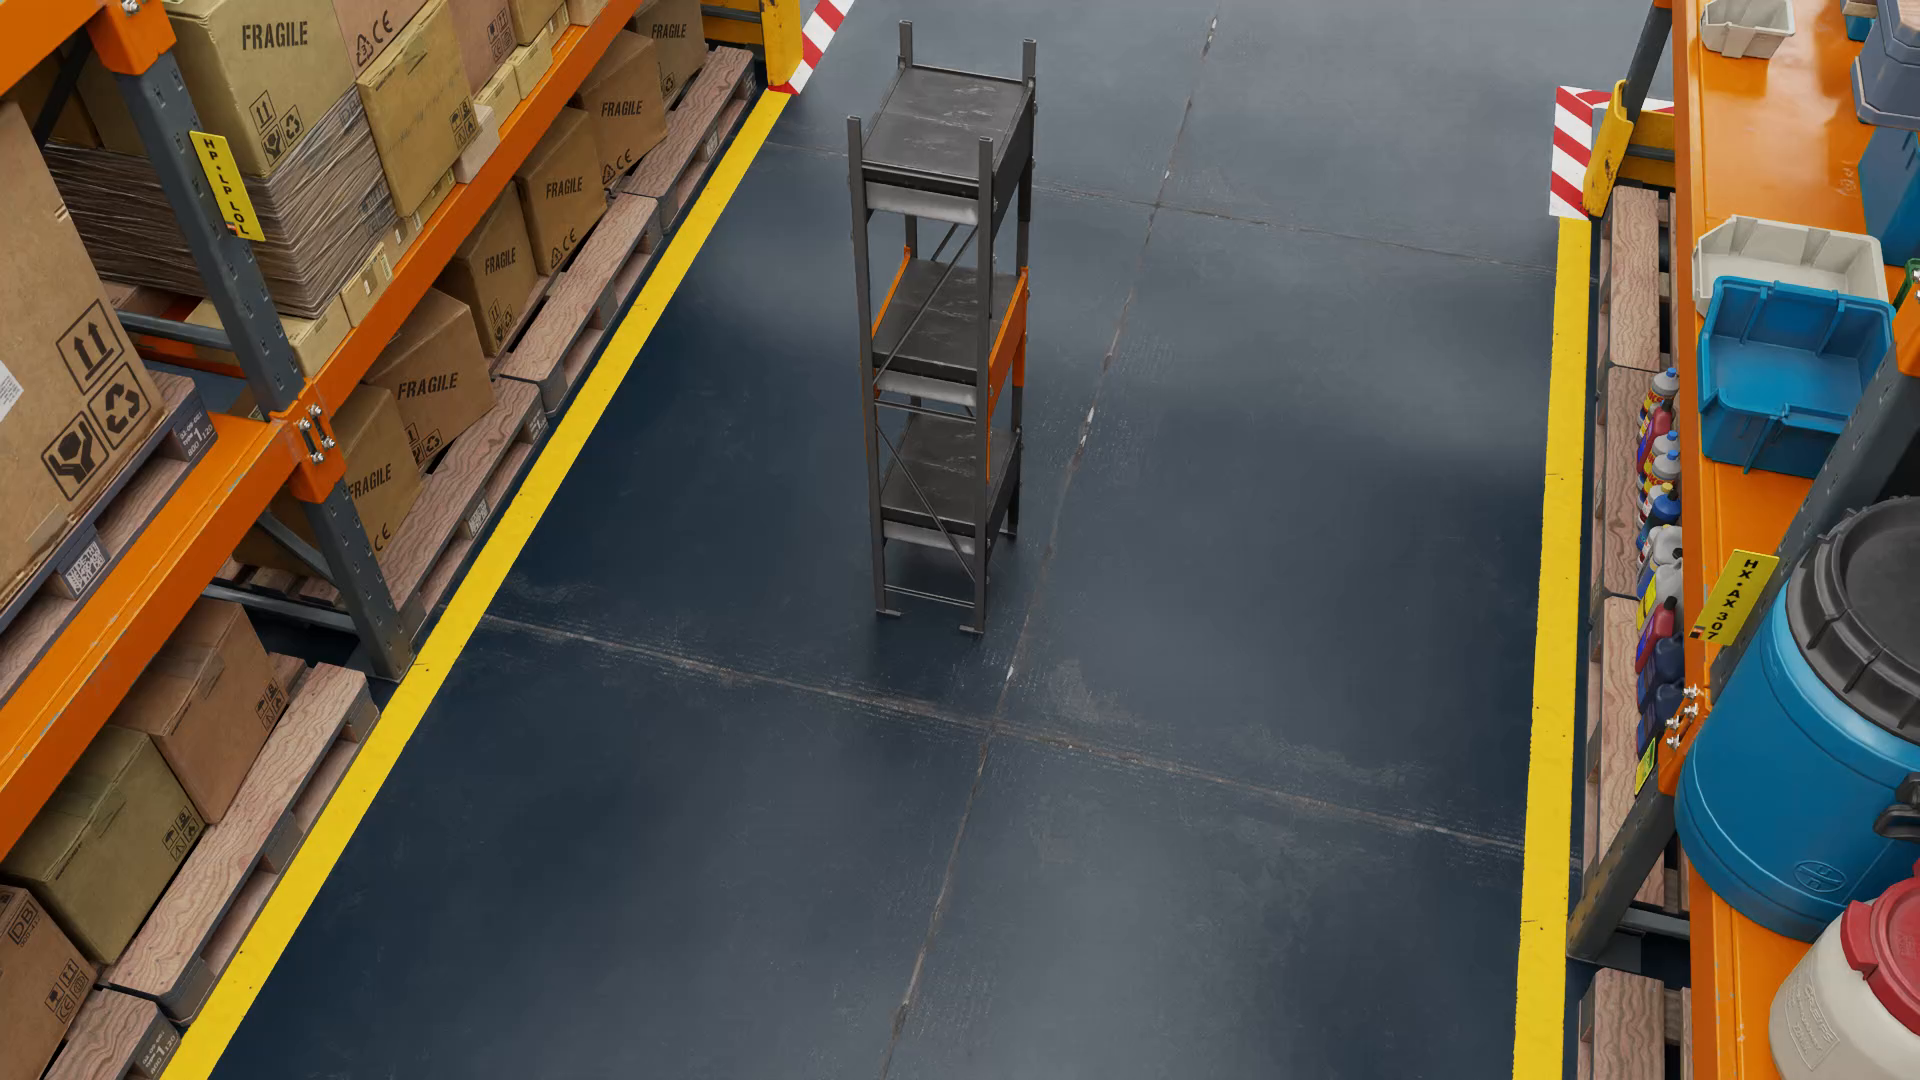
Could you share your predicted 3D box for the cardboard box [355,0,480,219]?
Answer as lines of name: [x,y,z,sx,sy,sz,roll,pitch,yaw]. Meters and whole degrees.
cardboard box: [-2.075,-1.429,5.246,0.875,0.500,0.500,12,50,10]

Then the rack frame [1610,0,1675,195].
rack frame: [3.412,-2.546,6.496,1.000,3.000,0.127,12,50,10]

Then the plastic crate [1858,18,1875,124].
plastic crate: [3.393,-1.607,5.767,0.499,0.251,0.408,12,50,10]

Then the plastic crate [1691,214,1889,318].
plastic crate: [2.543,-0.790,5.122,0.530,0.136,0.437,12,50,10]

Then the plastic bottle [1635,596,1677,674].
plastic bottle: [2.304,0.313,5.491,0.061,0.283,0.133,15,50,13]

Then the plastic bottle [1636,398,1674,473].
plastic bottle: [2.557,-0.382,6.105,0.061,0.283,0.133,12,50,11]

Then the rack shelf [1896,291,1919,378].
rack shelf: [1.833,1.040,1.811,1.077,0.370,4.000,12,50,10]

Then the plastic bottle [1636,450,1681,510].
plastic bottle: [2.518,-0.218,5.968,0.097,0.271,0.097,0,49,0]

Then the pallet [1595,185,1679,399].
pallet: [3.219,-0.972,6.967,1.003,0.211,1.213,12,50,10]

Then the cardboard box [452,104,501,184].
cardboard box: [-1.792,-1.363,5.620,0.380,0.149,0.250,12,50,10]

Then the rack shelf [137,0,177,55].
rack shelf: [-1.892,-2.831,5.227,1.077,0.370,4.000,12,50,10]

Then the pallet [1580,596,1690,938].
pallet: [2.576,0.793,5.410,1.003,0.211,1.213,12,50,10]

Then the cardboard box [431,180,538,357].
cardboard box: [-2.044,-1.103,6.610,0.500,0.500,0.500,8,49,7]

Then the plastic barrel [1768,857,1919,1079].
plastic barrel: [1.896,0.951,3.319,0.433,0.535,0.433,0,49,0]

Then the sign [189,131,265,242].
sign: [-1.882,-0.906,4.277,0.100,0.325,0.005,12,50,10]

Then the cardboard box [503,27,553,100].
cardboard box: [-1.690,-1.730,5.944,0.380,0.149,0.250,12,50,10]

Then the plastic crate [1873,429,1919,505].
plastic crate: [2.620,0.015,4.278,0.767,0.338,0.504,12,50,10]

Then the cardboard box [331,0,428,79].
cardboard box: [-1.925,-1.729,4.844,0.500,0.500,0.500,12,50,10]

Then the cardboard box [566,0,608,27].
cardboard box: [-1.535,-2.087,6.259,0.380,0.149,0.250,12,50,10]

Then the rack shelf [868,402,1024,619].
rack shelf: [-0.044,-0.103,5.892,0.431,0.518,0.480,12,50,10]

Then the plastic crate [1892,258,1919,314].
plastic crate: [2.989,-0.508,4.839,0.450,0.188,0.662,12,50,10]

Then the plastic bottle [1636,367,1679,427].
plastic bottle: [2.634,-0.539,6.251,0.097,0.271,0.097,0,49,0]

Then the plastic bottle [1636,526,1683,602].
plastic bottle: [2.433,0.091,5.692,0.152,0.276,0.135,12,50,11]

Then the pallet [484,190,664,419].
pallet: [-1.957,-1.085,7.067,1.003,0.211,1.213,12,50,10]

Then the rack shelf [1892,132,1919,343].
rack shelf: [2.886,-1.854,4.364,1.077,0.370,4.000,12,50,10]

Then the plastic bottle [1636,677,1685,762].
plastic bottle: [2.251,0.556,5.232,0.144,0.351,0.185,10,49,9]

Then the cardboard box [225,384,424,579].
cardboard box: [-2.275,-0.223,5.833,0.500,0.500,0.500,10,49,9]

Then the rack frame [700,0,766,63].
rack frame: [-1.366,-3.523,7.359,1.000,3.000,0.127,12,50,10]

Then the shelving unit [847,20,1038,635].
shelving unit: [-0.044,-0.575,5.357,0.431,2.100,0.503,12,50,10]

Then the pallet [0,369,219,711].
pallet: [-2.760,-0.042,4.415,1.003,0.211,1.213,12,50,10]

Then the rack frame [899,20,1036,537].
rack frame: [0.021,-0.752,5.513,0.400,2.100,0.015,12,50,10]

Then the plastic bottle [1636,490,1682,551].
plastic bottle: [2.465,-0.072,5.839,0.097,0.271,0.097,0,49,0]

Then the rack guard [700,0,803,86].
rack guard: [-1.386,-2.641,8.247,1.175,0.500,0.348,12,50,10]

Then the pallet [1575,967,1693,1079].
pallet: [2.190,1.846,4.480,1.003,0.211,1.213,12,50,10]

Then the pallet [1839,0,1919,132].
pallet: [2.455,-1.124,3.366,1.213,0.211,1.003,12,50,10]

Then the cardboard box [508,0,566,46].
cardboard box: [-1.869,-2.164,5.895,0.875,0.500,0.500,12,50,10]

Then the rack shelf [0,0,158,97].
rack shelf: [-2.945,0.062,2.674,1.077,0.370,4.000,12,50,10]

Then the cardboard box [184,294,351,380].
cardboard box: [-2.072,-0.643,4.984,0.380,0.149,0.250,12,50,10]

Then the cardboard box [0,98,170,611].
cardboard box: [-2.763,-0.420,3.940,1.000,1.000,1.000,12,50,10]

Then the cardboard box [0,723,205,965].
cardboard box: [-2.745,0.833,4.888,0.700,0.500,0.500,11,50,10]

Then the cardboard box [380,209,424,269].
cardboard box: [-1.955,-1.007,5.306,0.380,0.149,0.250,12,50,10]

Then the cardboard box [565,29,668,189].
cardboard box: [-1.671,-1.947,7.355,0.500,0.500,0.500,24,53,20]
